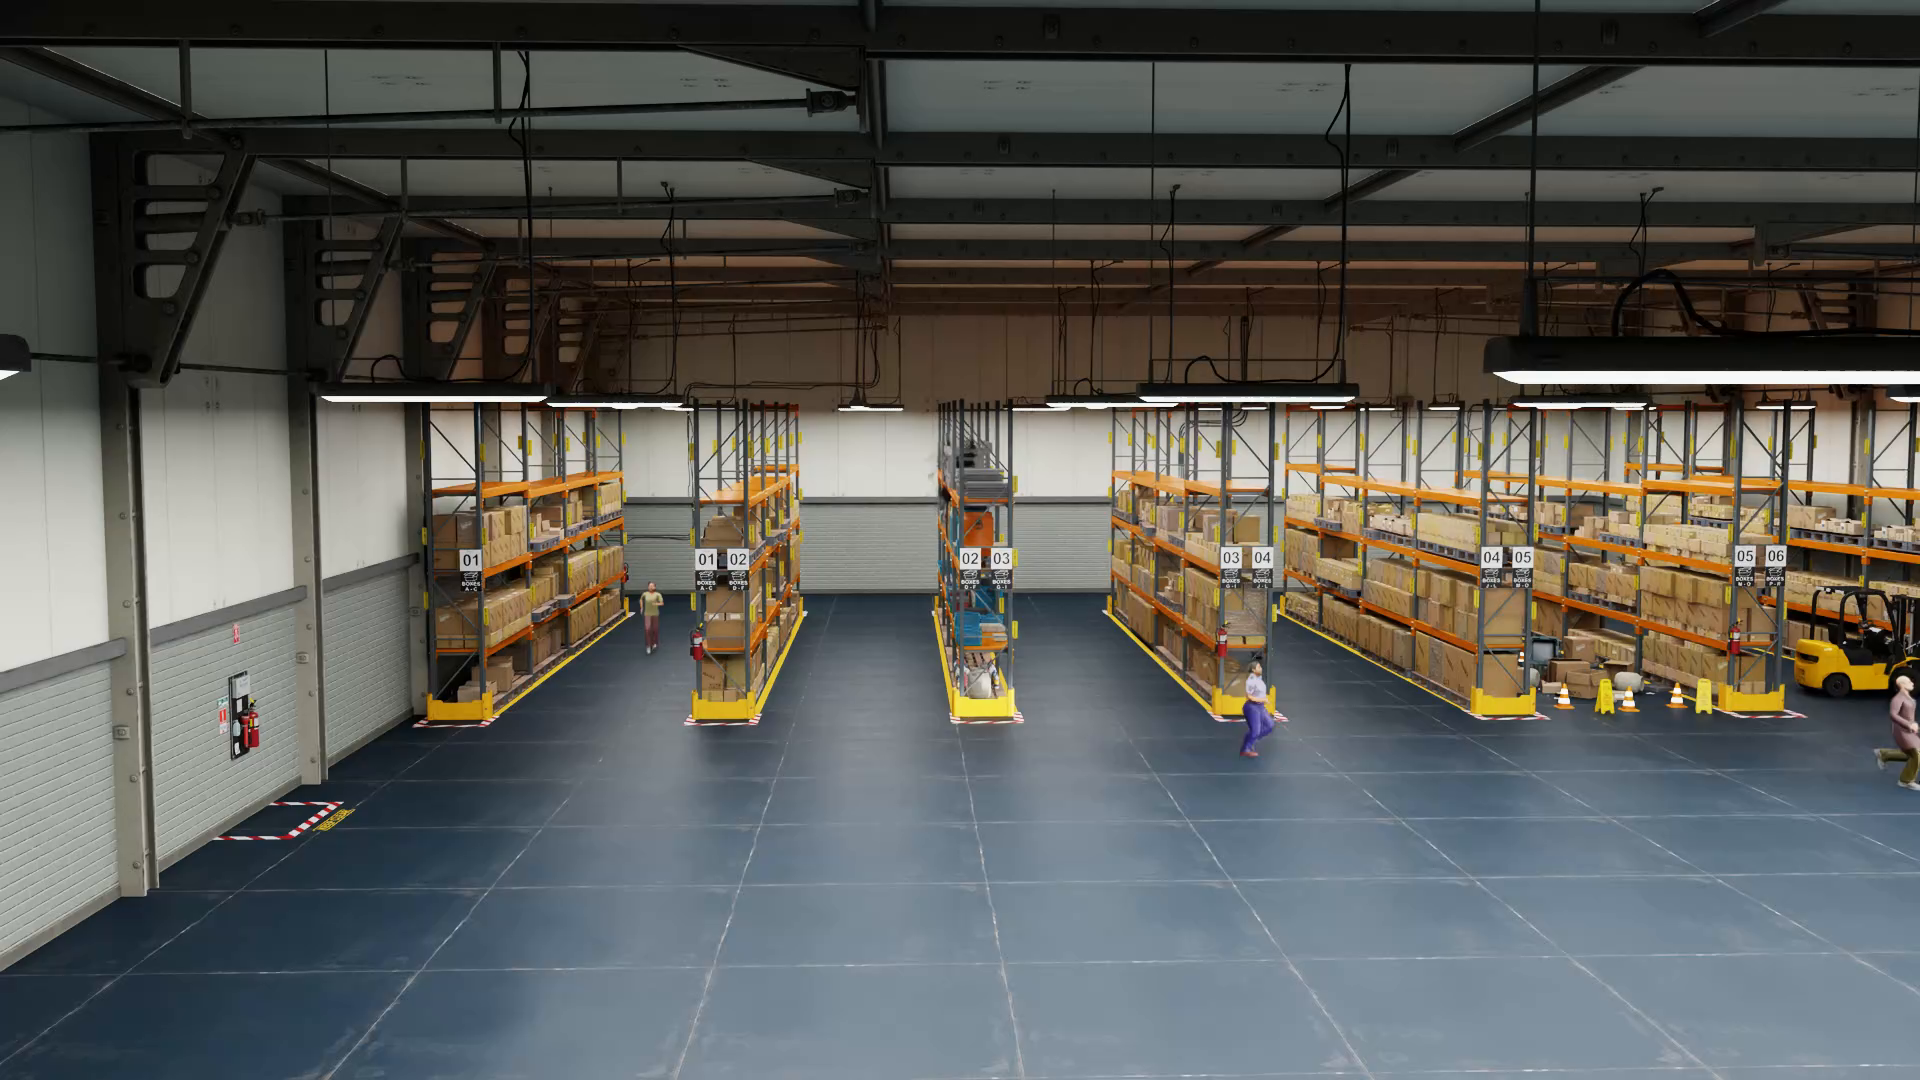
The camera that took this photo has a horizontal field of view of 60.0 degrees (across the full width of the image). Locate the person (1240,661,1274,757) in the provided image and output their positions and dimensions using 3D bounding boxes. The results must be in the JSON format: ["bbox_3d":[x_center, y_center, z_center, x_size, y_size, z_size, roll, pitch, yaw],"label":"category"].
[{"bbox_3d":[4.949,2.811,27.665,0.575,1.604,0.579,2,5,28],"label":"person"}]

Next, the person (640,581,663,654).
[{"bbox_3d":[-7.402,1.841,39.950,0.554,1.710,0.840,-1,4,-10],"label":"person"}]

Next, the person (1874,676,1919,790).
[{"bbox_3d":[14.424,2.938,25.509,0.717,1.724,0.730,3,6,38],"label":"person"}]

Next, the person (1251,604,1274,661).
[{"bbox_3d":[6.976,1.954,38.420,0.661,1.706,0.677,-1,4,-7],"label":"person"}]
